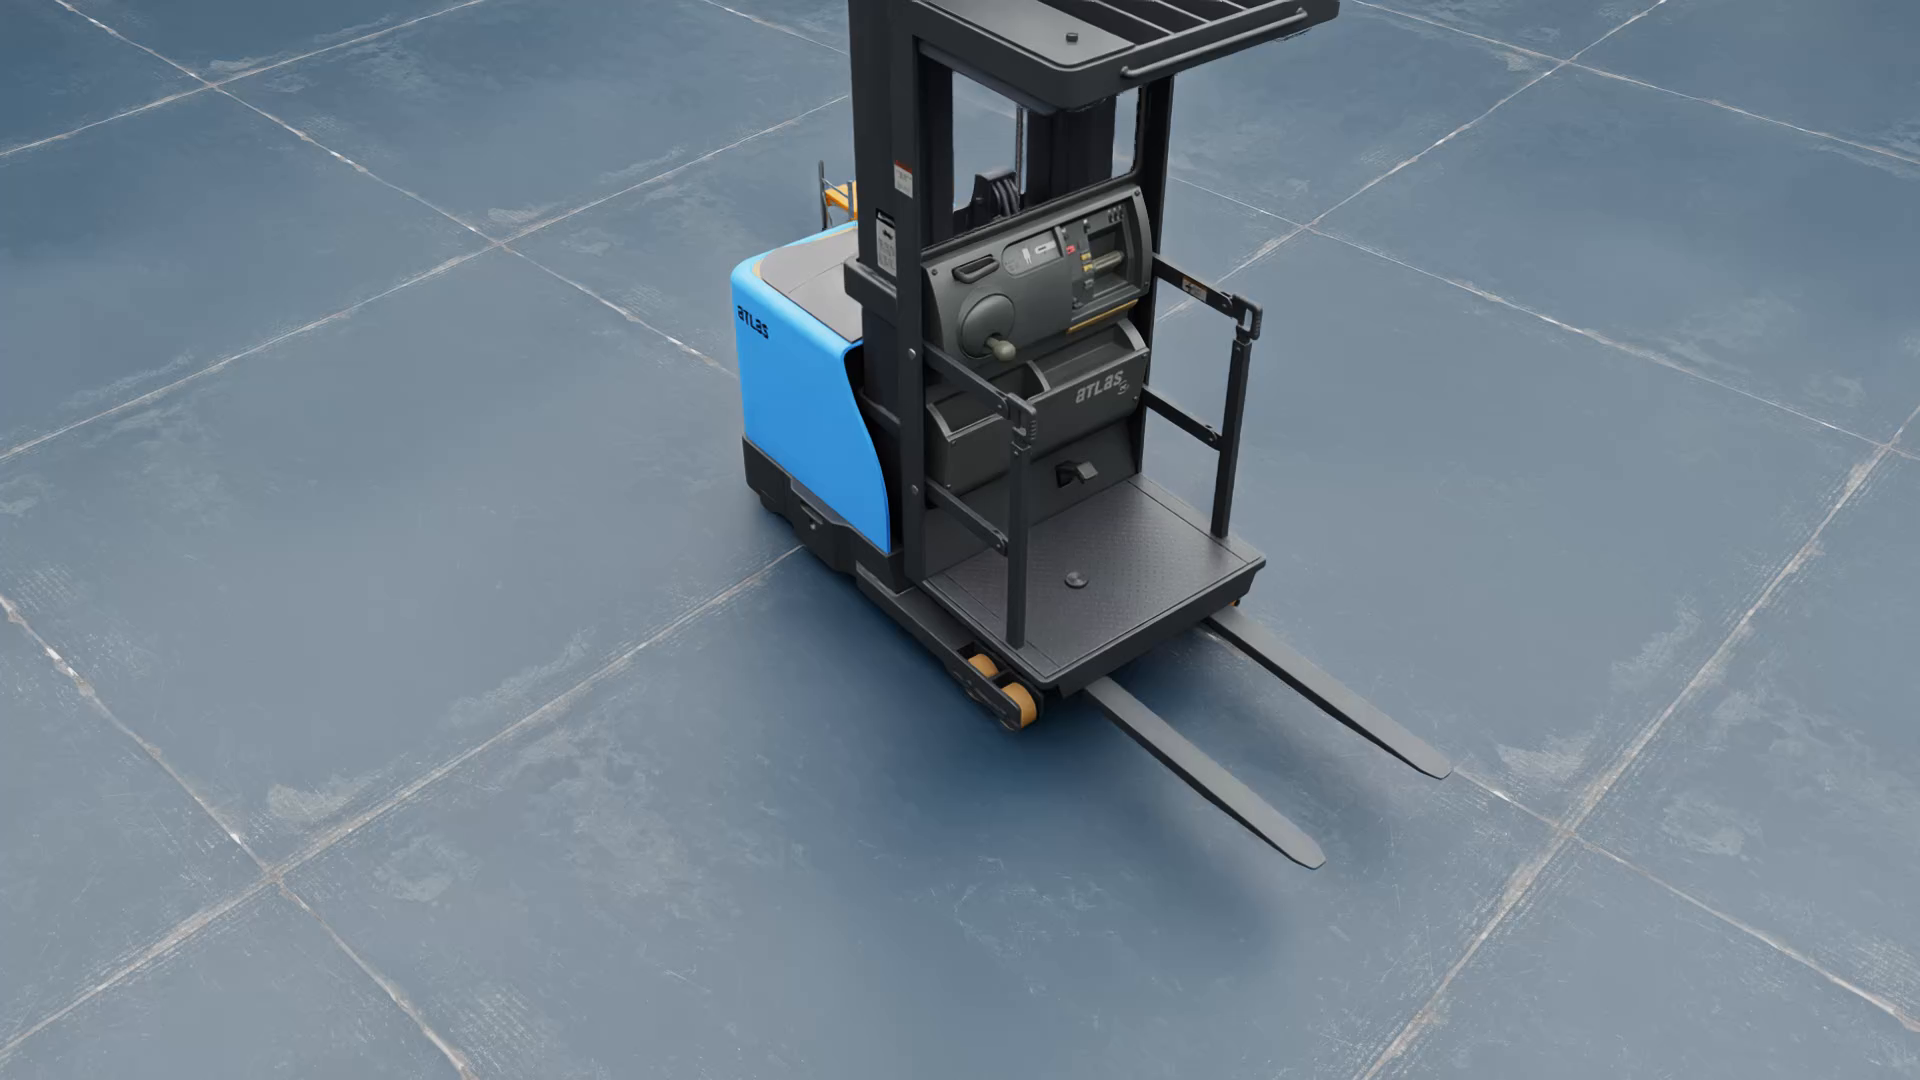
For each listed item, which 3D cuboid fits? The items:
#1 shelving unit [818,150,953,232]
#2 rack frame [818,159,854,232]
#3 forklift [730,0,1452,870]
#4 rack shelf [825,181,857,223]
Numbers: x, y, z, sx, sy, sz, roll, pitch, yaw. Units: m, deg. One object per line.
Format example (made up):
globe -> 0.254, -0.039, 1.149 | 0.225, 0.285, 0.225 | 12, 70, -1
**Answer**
shelving unit -> -0.305, -1.107, 7.178 | 0.503, 1.200, 0.258 | -24, 44, -27
rack frame -> -0.503, -1.018, 7.066 | 0.015, 1.200, 0.240 | -24, 44, -27
forklift -> 0.412, -0.826, 5.434 | 1.130, 2.935, 3.031 | -26, 45, -29
rack shelf -> -0.305, -1.414, 6.933 | 0.480, 0.148, 0.258 | -24, 44, -27
